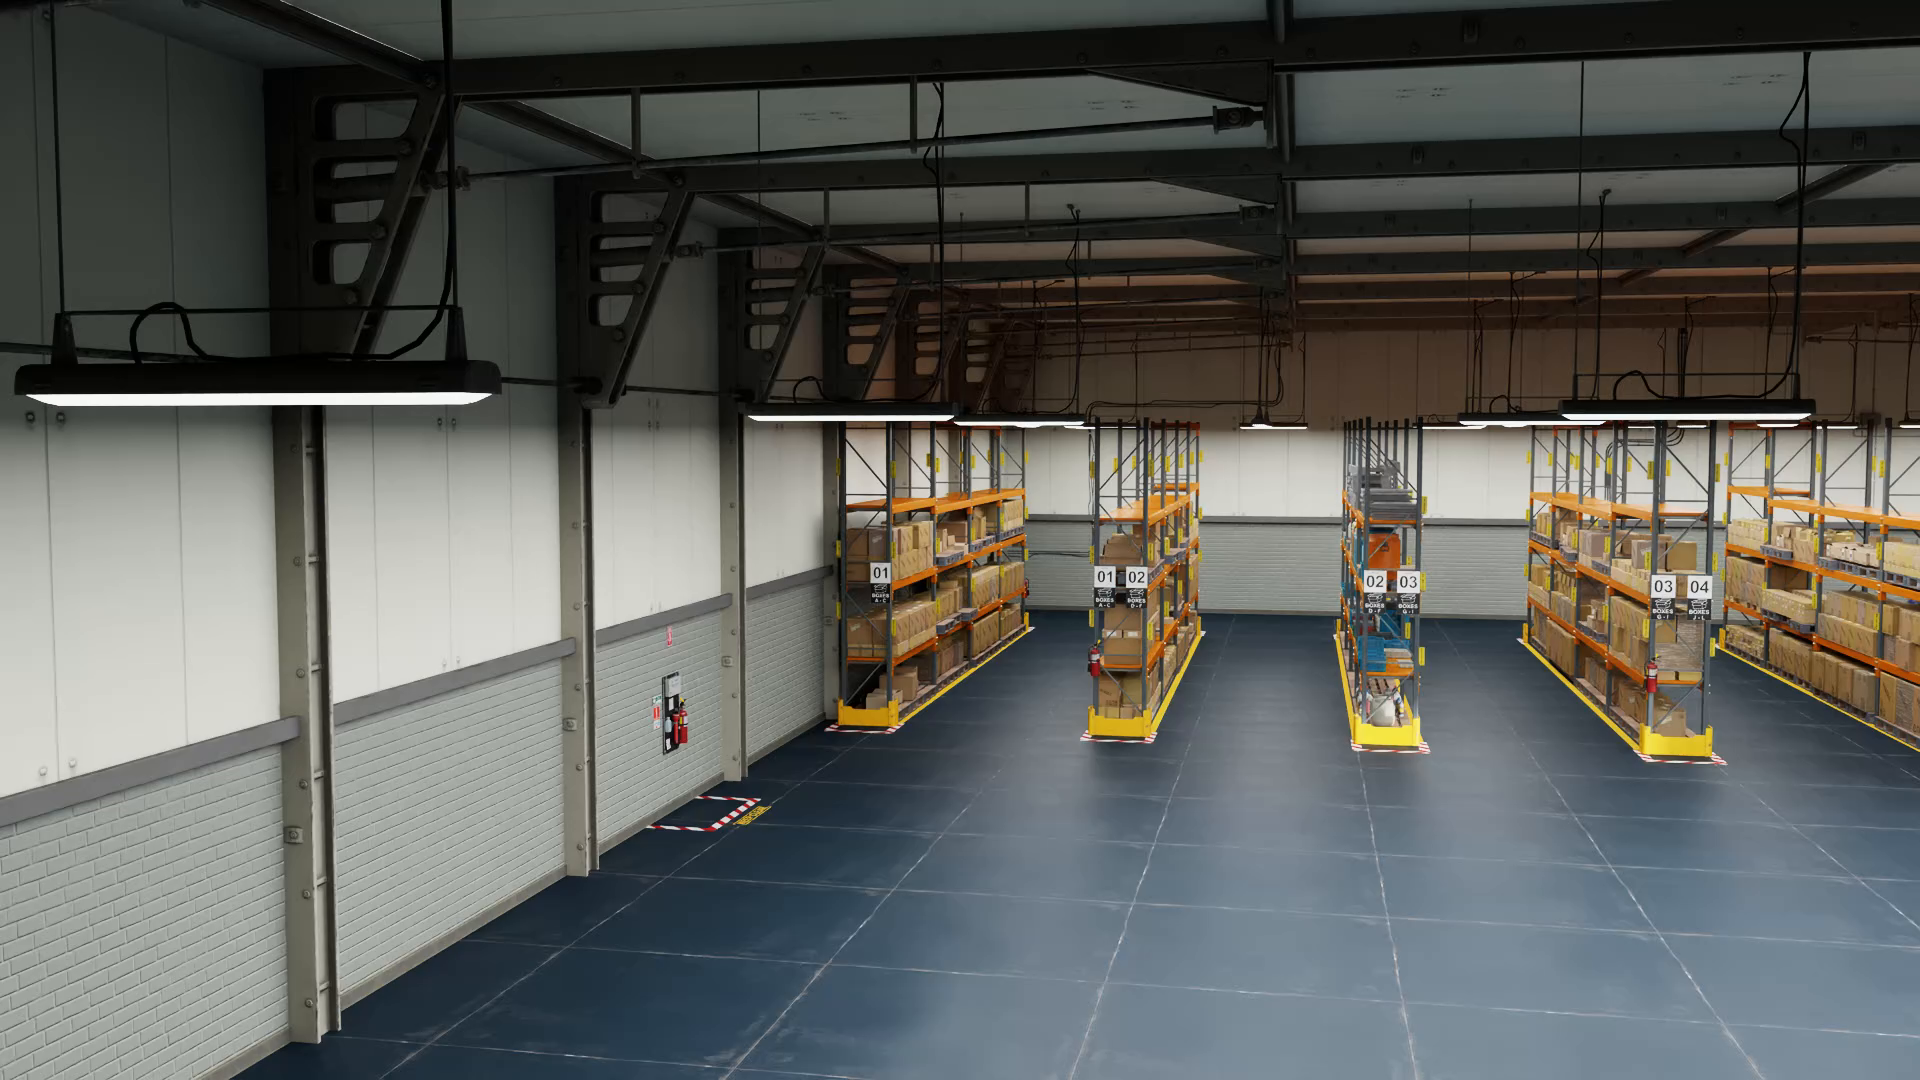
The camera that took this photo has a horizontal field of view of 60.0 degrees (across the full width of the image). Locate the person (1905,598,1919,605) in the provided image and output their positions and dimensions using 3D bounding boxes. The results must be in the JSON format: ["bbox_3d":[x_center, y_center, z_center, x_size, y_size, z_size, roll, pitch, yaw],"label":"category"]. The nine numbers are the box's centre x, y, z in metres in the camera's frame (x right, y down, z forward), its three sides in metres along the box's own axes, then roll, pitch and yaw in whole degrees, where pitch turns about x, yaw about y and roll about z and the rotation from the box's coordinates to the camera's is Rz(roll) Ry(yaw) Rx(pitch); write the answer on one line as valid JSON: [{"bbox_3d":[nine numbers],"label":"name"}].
[{"bbox_3d":[26.338,1.907,46.039,0.480,1.686,0.437,0,4,-4],"label":"person"}]
